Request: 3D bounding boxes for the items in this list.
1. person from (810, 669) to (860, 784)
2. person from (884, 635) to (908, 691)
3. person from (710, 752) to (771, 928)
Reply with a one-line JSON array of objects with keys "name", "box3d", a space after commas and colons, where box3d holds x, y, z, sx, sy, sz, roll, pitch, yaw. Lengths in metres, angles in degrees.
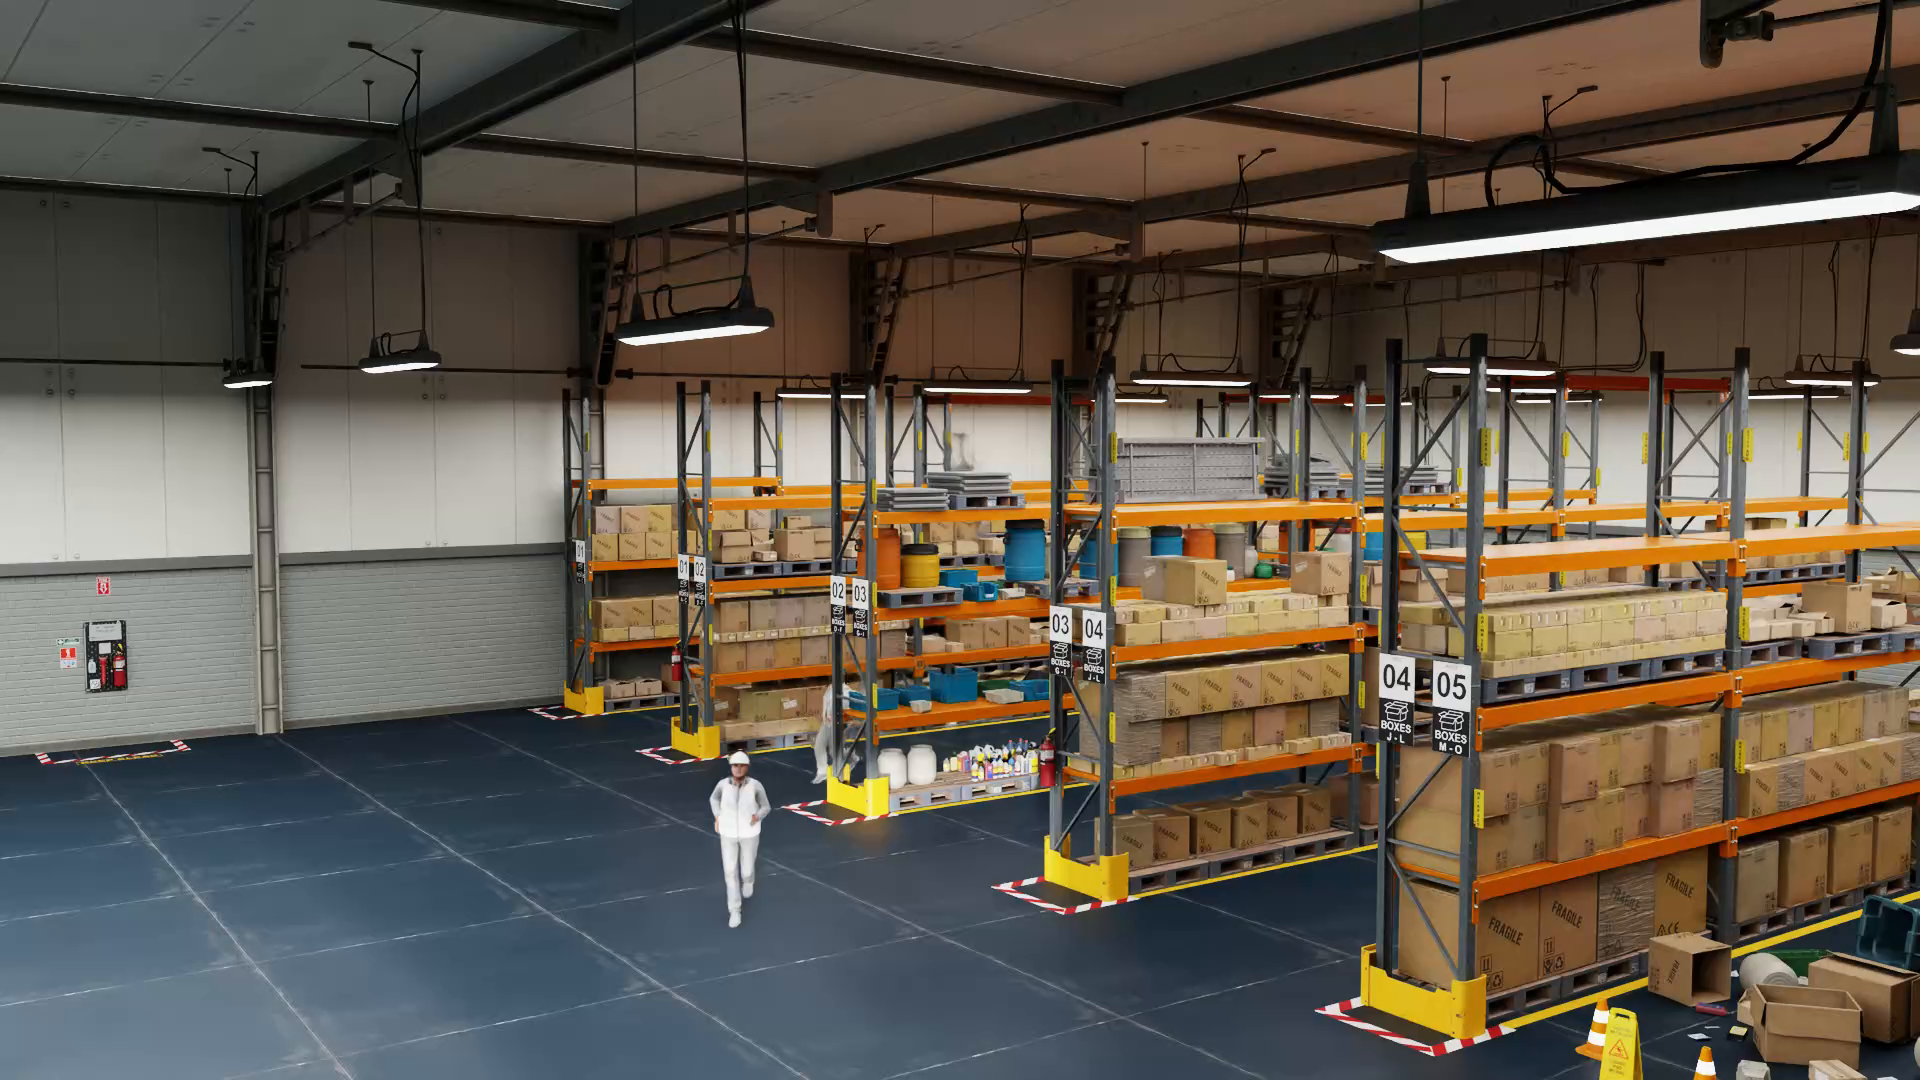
[{"name": "person", "box3d": [-1.807, 2.741, 24.636, 0.779, 1.767, 0.704, -4, 5, -44]}, {"name": "person", "box3d": [-1.186, 2.293, 31.349, 0.684, 1.667, 0.548, -3, 5, -39]}, {"name": "person", "box3d": [-2.355, 3.144, 17.783, 0.663, 1.778, 0.928, 0, 4, -3]}]
